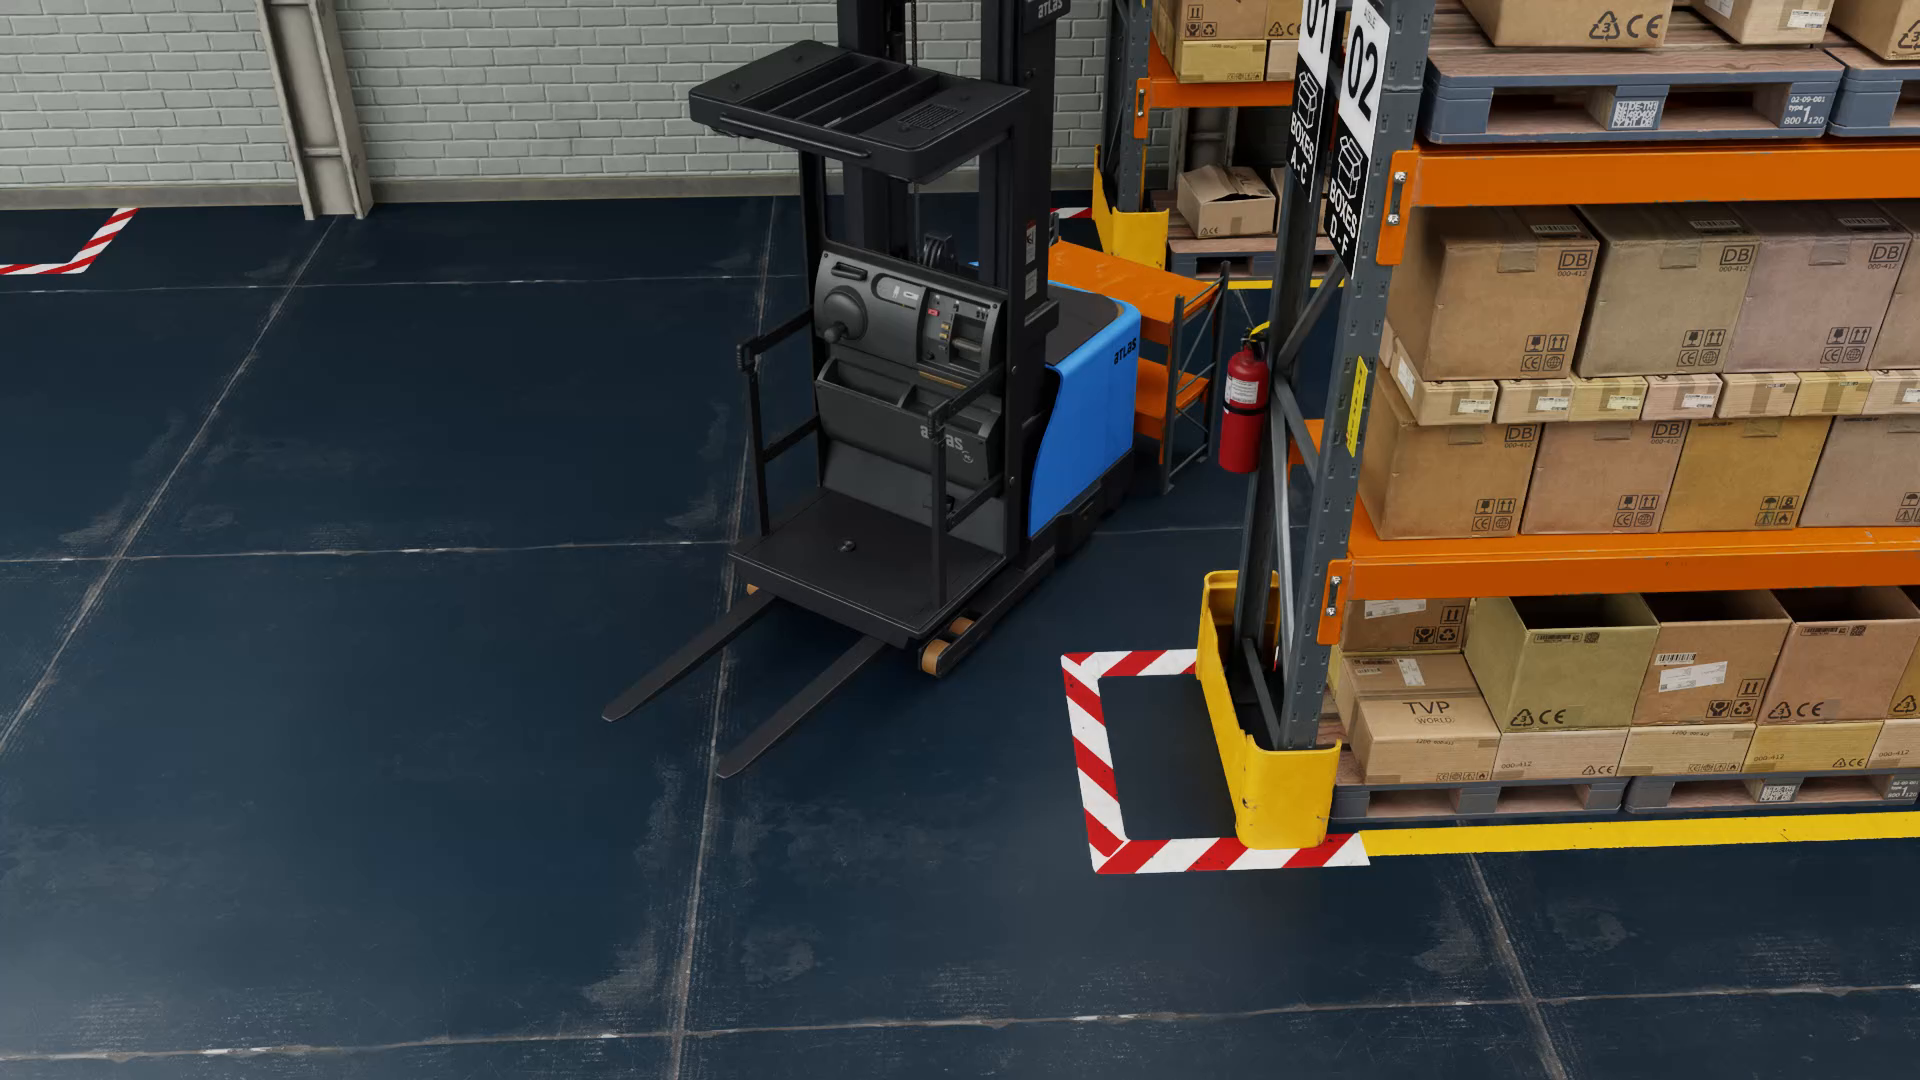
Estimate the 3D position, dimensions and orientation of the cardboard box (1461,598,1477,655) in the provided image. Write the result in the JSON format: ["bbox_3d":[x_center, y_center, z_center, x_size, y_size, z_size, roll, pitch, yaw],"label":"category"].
[{"bbox_3d":[2.289,0.396,7.089,0.500,0.250,0.500,-2,35,-2],"label":"cardboard box"}]

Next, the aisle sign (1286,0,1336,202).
[{"bbox_3d":[1.189,-1.593,5.632,0.004,0.787,0.394,-2,35,-2],"label":"aisle sign"}]

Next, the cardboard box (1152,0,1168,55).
[{"bbox_3d":[1.488,-3.244,10.416,0.500,0.250,0.500,-1,35,-2],"label":"cardboard box"}]

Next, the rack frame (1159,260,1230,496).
[{"bbox_3d":[1.187,-0.811,8.432,0.032,1.125,0.500,22,40,29],"label":"rack frame"}]

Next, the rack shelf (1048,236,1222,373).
[{"bbox_3d":[0.776,-1.221,8.512,1.000,0.278,0.538,22,40,29],"label":"rack shelf"}]

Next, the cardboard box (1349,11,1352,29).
[{"bbox_3d":[2.532,-3.290,9.823,0.500,0.500,0.500,-3,35,-4],"label":"cardboard box"}]

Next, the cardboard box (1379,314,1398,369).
[{"bbox_3d":[1.641,-0.785,6.091,0.250,0.149,0.380,-2,35,-3],"label":"cardboard box"}]

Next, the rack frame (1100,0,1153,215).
[{"bbox_3d":[1.030,-3.175,10.202,0.127,3.000,1.000,-2,35,-2],"label":"rack frame"}]

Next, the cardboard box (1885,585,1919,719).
[{"bbox_3d":[3.812,0.342,6.508,0.500,0.500,0.500,-2,35,-2],"label":"cardboard box"}]

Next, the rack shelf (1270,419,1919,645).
[{"bbox_3d":[3.266,-0.117,6.415,4.000,0.370,1.077,-2,35,-2],"label":"rack shelf"}]

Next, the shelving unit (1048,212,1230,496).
[{"bbox_3d":[0.776,-0.981,8.678,1.048,1.125,0.538,22,40,29],"label":"shelving unit"}]

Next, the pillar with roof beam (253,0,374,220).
[{"bbox_3d":[-4.101,-3.543,5.463,0.400,9.000,9.100,-2,35,-2],"label":"pillar with roof beam"}]

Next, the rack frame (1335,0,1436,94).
[{"bbox_3d":[1.268,-2.826,4.426,0.127,3.000,1.000,-2,35,-2],"label":"rack frame"}]

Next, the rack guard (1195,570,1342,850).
[{"bbox_3d":[1.244,0.669,6.843,0.348,0.500,1.175,-2,35,-2],"label":"rack guard"}]

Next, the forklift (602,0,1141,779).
[{"bbox_3d":[-0.351,-0.908,6.987,1.130,2.935,3.031,21,40,27],"label":"forklift"}]

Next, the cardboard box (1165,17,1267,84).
[{"bbox_3d":[1.533,-2.954,9.997,0.500,0.250,0.500,-3,35,-4],"label":"cardboard box"}]

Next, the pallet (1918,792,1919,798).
[{"bbox_3d":[4.468,0.677,7.086,1.213,0.211,1.003,-2,35,-2],"label":"pallet"}]

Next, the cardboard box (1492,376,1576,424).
[{"bbox_3d":[1.934,-0.564,5.771,0.250,0.149,0.380,-2,35,-3],"label":"cardboard box"}]

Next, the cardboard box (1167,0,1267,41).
[{"bbox_3d":[1.521,-3.272,9.797,0.500,0.500,0.500,-1,35,-2],"label":"cardboard box"}]

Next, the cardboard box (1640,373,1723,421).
[{"bbox_3d":[2.436,-0.575,5.787,0.250,0.149,0.380,-2,35,-3],"label":"cardboard box"}]

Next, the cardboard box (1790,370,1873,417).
[{"bbox_3d":[2.957,-0.591,5.810,0.250,0.149,0.380,-2,35,-3],"label":"cardboard box"}]

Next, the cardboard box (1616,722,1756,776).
[{"bbox_3d":[2.813,0.682,6.676,0.500,0.250,0.500,-2,35,-2],"label":"cardboard box"}]

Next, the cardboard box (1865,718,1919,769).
[{"bbox_3d":[3.812,0.658,6.711,0.500,0.250,0.500,-2,35,-2],"label":"cardboard box"}]

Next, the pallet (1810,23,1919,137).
[{"bbox_3d":[3.198,-1.595,5.361,1.213,0.211,1.003,-2,35,-2],"label":"pallet"}]

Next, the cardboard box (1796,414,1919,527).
[{"bbox_3d":[3.282,-0.449,6.175,0.500,0.500,0.700,-1,35,-1],"label":"cardboard box"}]

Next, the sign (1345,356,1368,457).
[{"bbox_3d":[1.289,-0.432,5.408,0.005,0.325,0.100,-2,35,-2],"label":"sign"}]

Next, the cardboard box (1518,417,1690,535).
[{"bbox_3d":[2.260,-0.422,6.137,0.500,0.500,0.700,-1,35,-1],"label":"cardboard box"}]

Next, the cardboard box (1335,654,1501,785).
[{"bbox_3d":[1.815,0.711,6.634,0.500,0.250,0.500,-2,35,-2],"label":"cardboard box"}]

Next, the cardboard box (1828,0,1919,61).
[{"bbox_3d":[2.940,-1.753,4.932,0.500,0.500,0.500,-2,35,-2],"label":"cardboard box"}]

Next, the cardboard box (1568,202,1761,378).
[{"bbox_3d":[2.313,-0.958,5.770,0.500,0.500,0.700,-2,35,-3],"label":"cardboard box"}]

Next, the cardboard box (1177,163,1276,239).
[{"bbox_3d":[1.726,-2.218,10.795,0.500,0.311,0.500,-5,35,-8],"label":"cardboard box"}]

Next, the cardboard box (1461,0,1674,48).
[{"bbox_3d":[1.843,-1.878,5.109,0.637,0.503,0.797,1,35,1],"label":"cardboard box"}]

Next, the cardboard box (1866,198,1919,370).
[{"bbox_3d":[3.317,-0.985,5.810,0.500,0.500,0.700,-2,35,-2],"label":"cardboard box"}]

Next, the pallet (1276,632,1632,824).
[{"bbox_3d":[2.030,0.743,6.991,1.213,0.211,1.003,-2,35,-2],"label":"pallet"}]

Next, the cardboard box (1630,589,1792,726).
[{"bbox_3d":[2.813,0.367,6.472,0.500,0.500,0.500,-2,35,-2],"label":"cardboard box"}]
